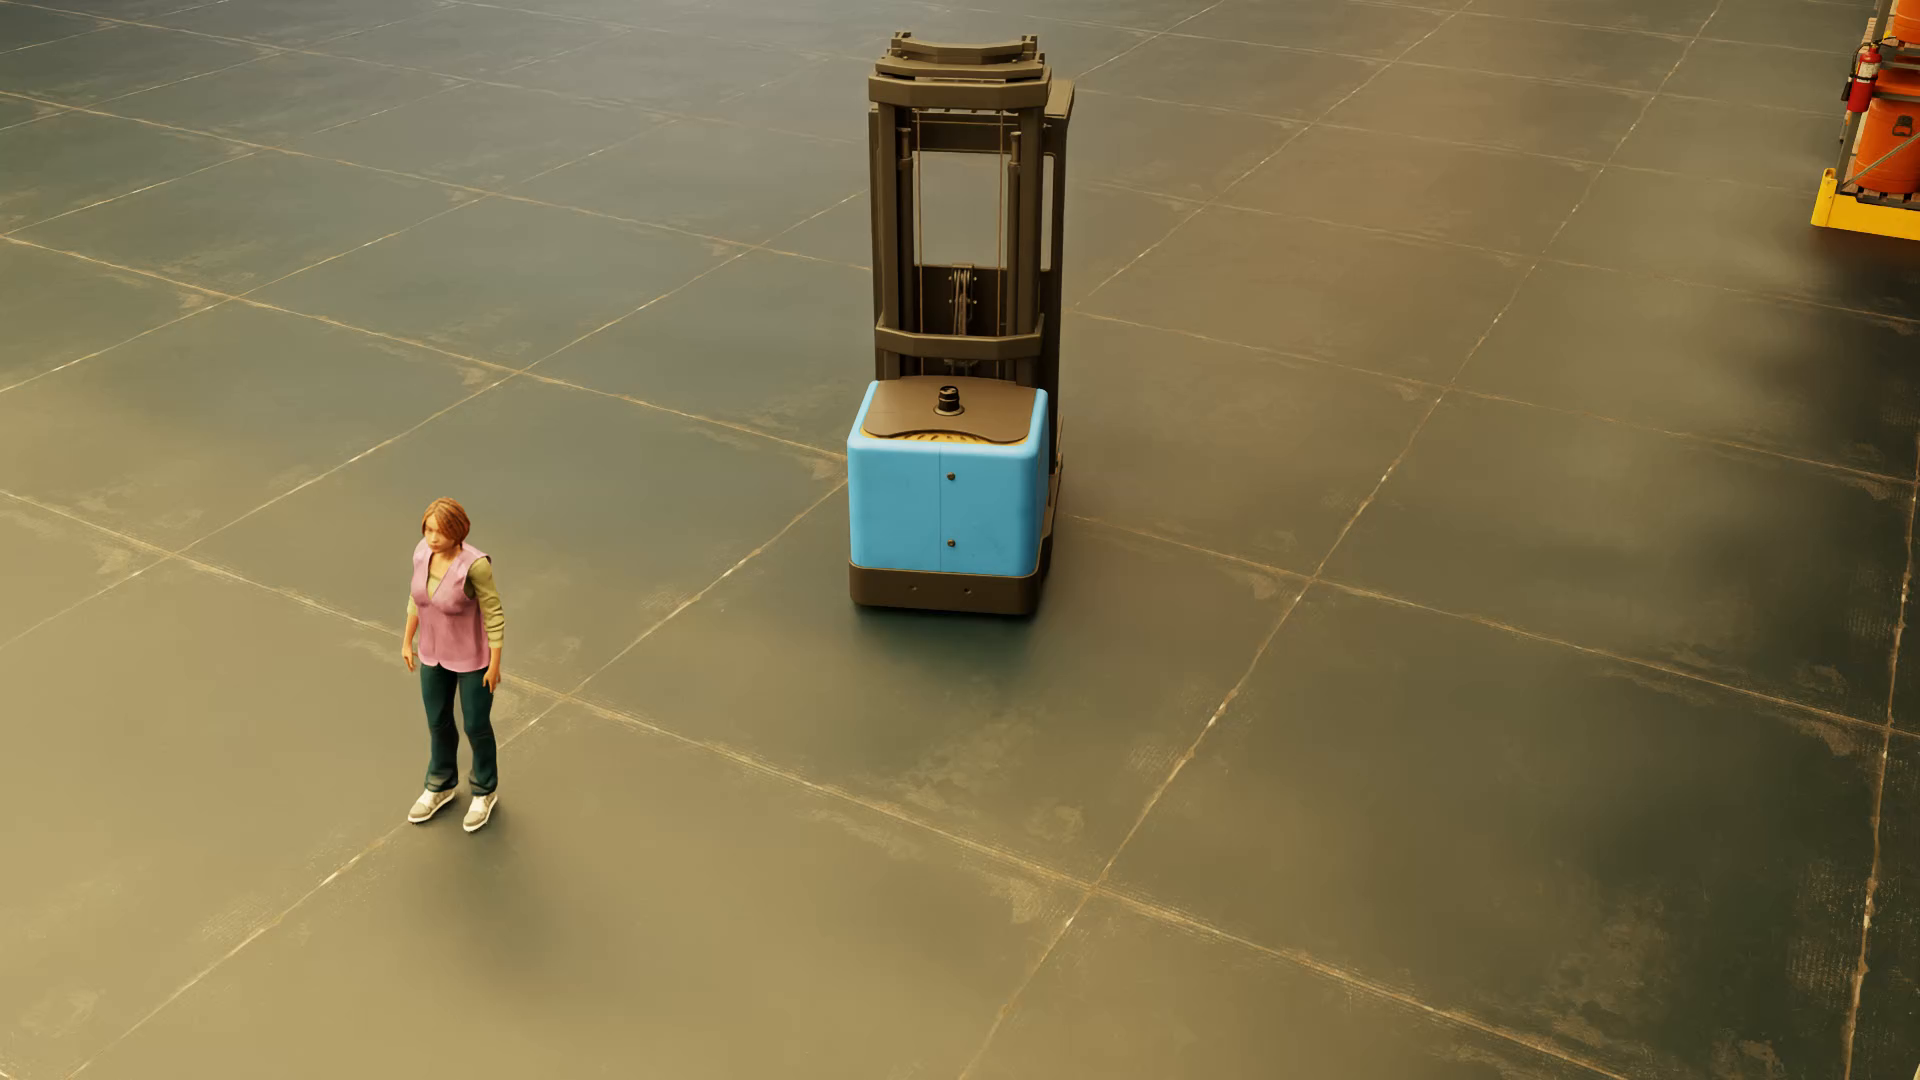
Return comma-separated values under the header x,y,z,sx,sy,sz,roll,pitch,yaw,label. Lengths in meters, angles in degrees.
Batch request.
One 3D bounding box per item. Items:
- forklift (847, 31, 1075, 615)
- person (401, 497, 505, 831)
x,y,z,sx,sy,sz,roll,pitch,yaw,label
0.072,-1.572,9.794,1.130,2.935,3.031,3,30,6,forklift
-2.281,0.567,7.426,0.499,1.610,0.437,11,32,19,person
